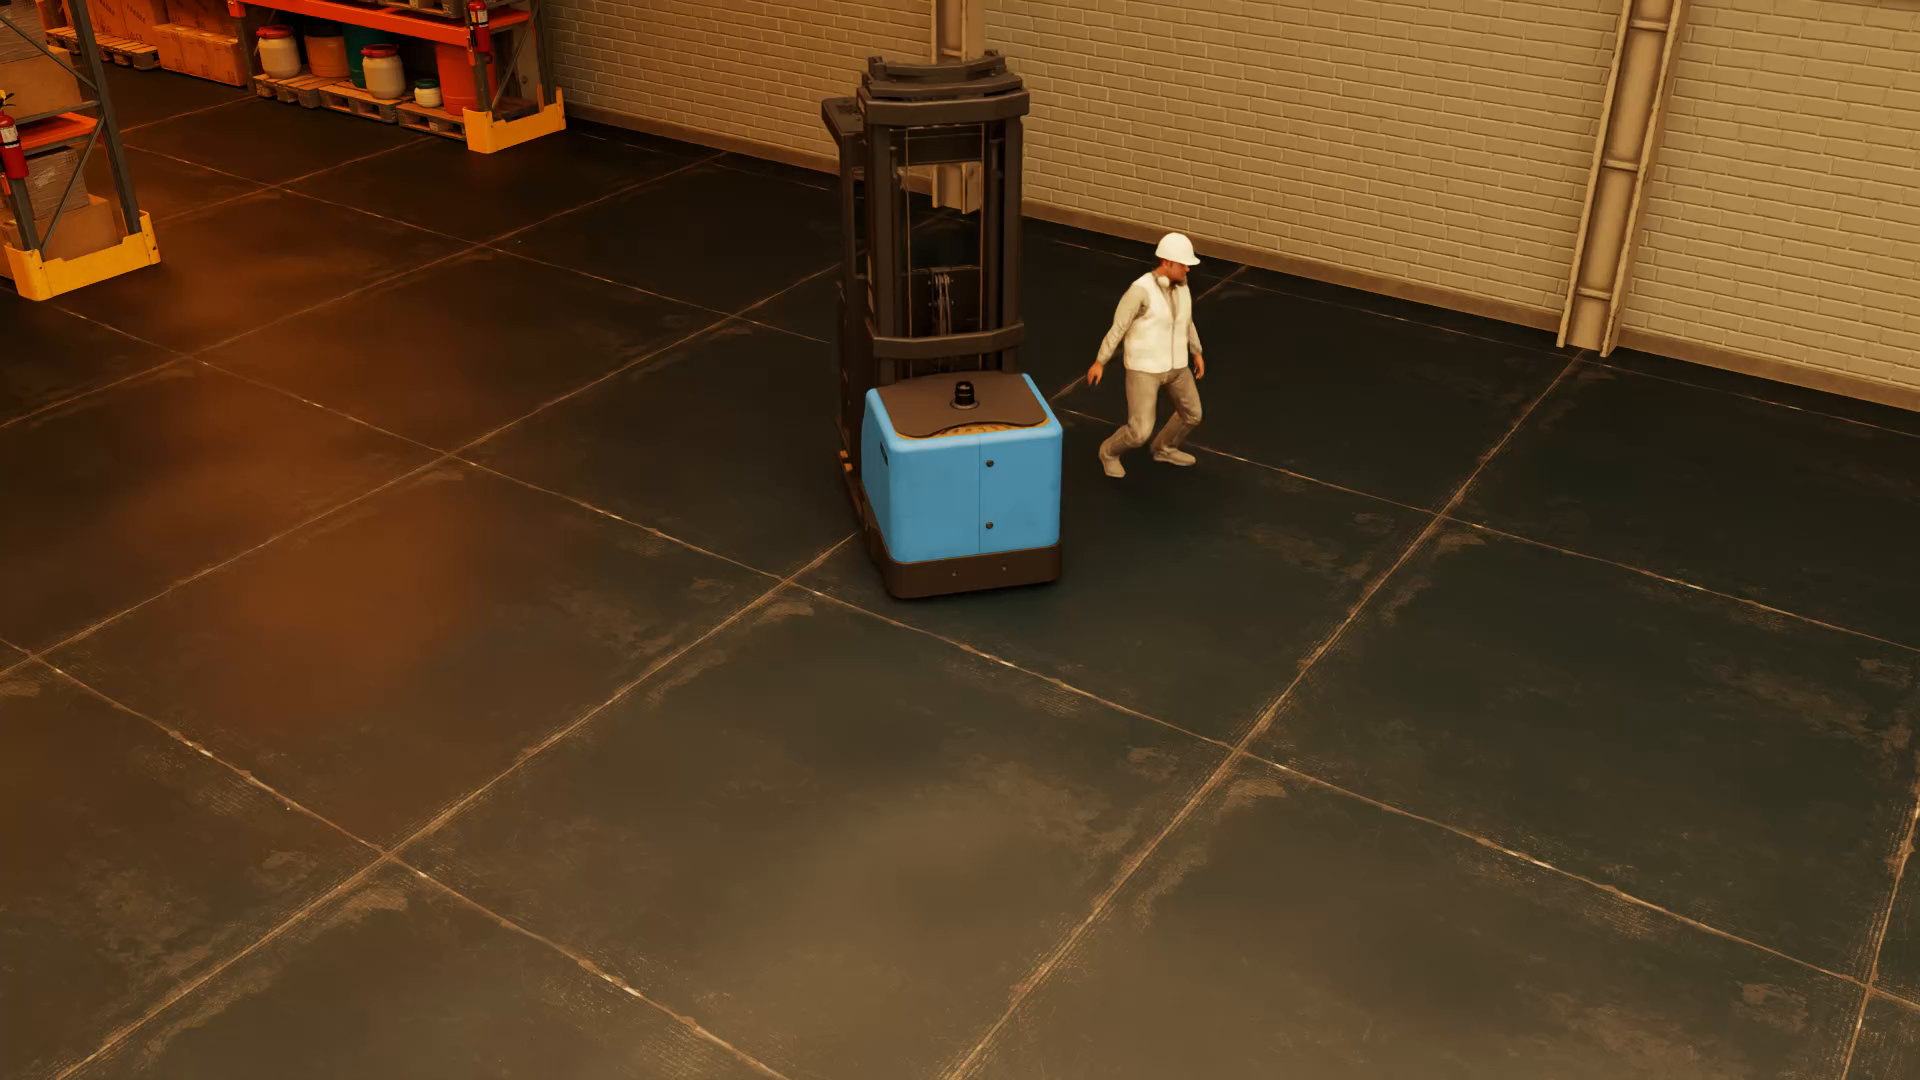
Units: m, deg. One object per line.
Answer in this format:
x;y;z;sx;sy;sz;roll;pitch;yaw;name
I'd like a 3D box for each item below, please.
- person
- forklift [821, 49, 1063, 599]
1.231;-1.178;10.855;0.870;1.692;0.482;-17;34;-27;person
-0.226;-1.649;10.422;1.130;2.935;3.031;-7;31;-11;forklift
